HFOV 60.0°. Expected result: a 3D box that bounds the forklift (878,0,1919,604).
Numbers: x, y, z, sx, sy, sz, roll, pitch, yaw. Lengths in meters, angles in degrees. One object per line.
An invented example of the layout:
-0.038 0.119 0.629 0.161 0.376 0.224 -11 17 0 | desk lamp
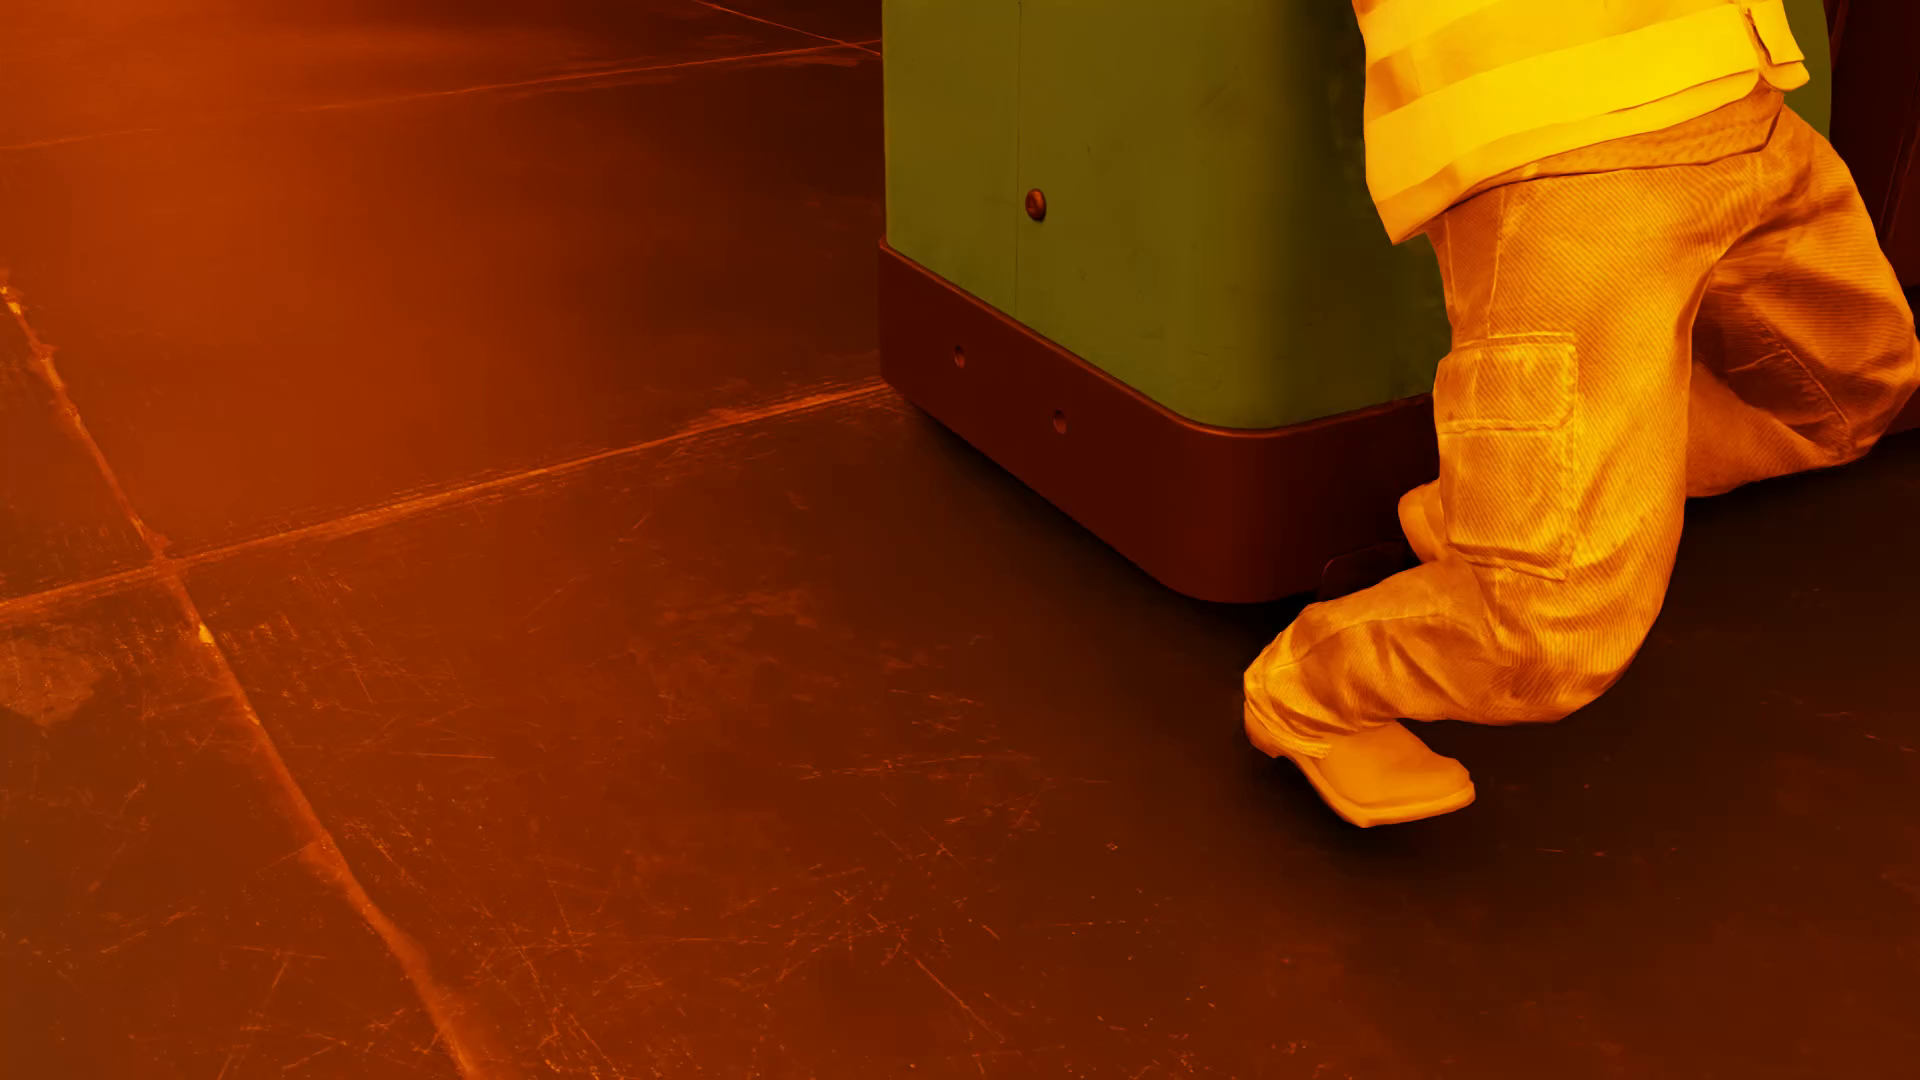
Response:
1.406 -1.673 2.566 3.031 2.935 1.130 -14 30 -25 | forklift

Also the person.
0.493 -0.474 1.568 0.732 1.667 1.032 23 35 38 | person
